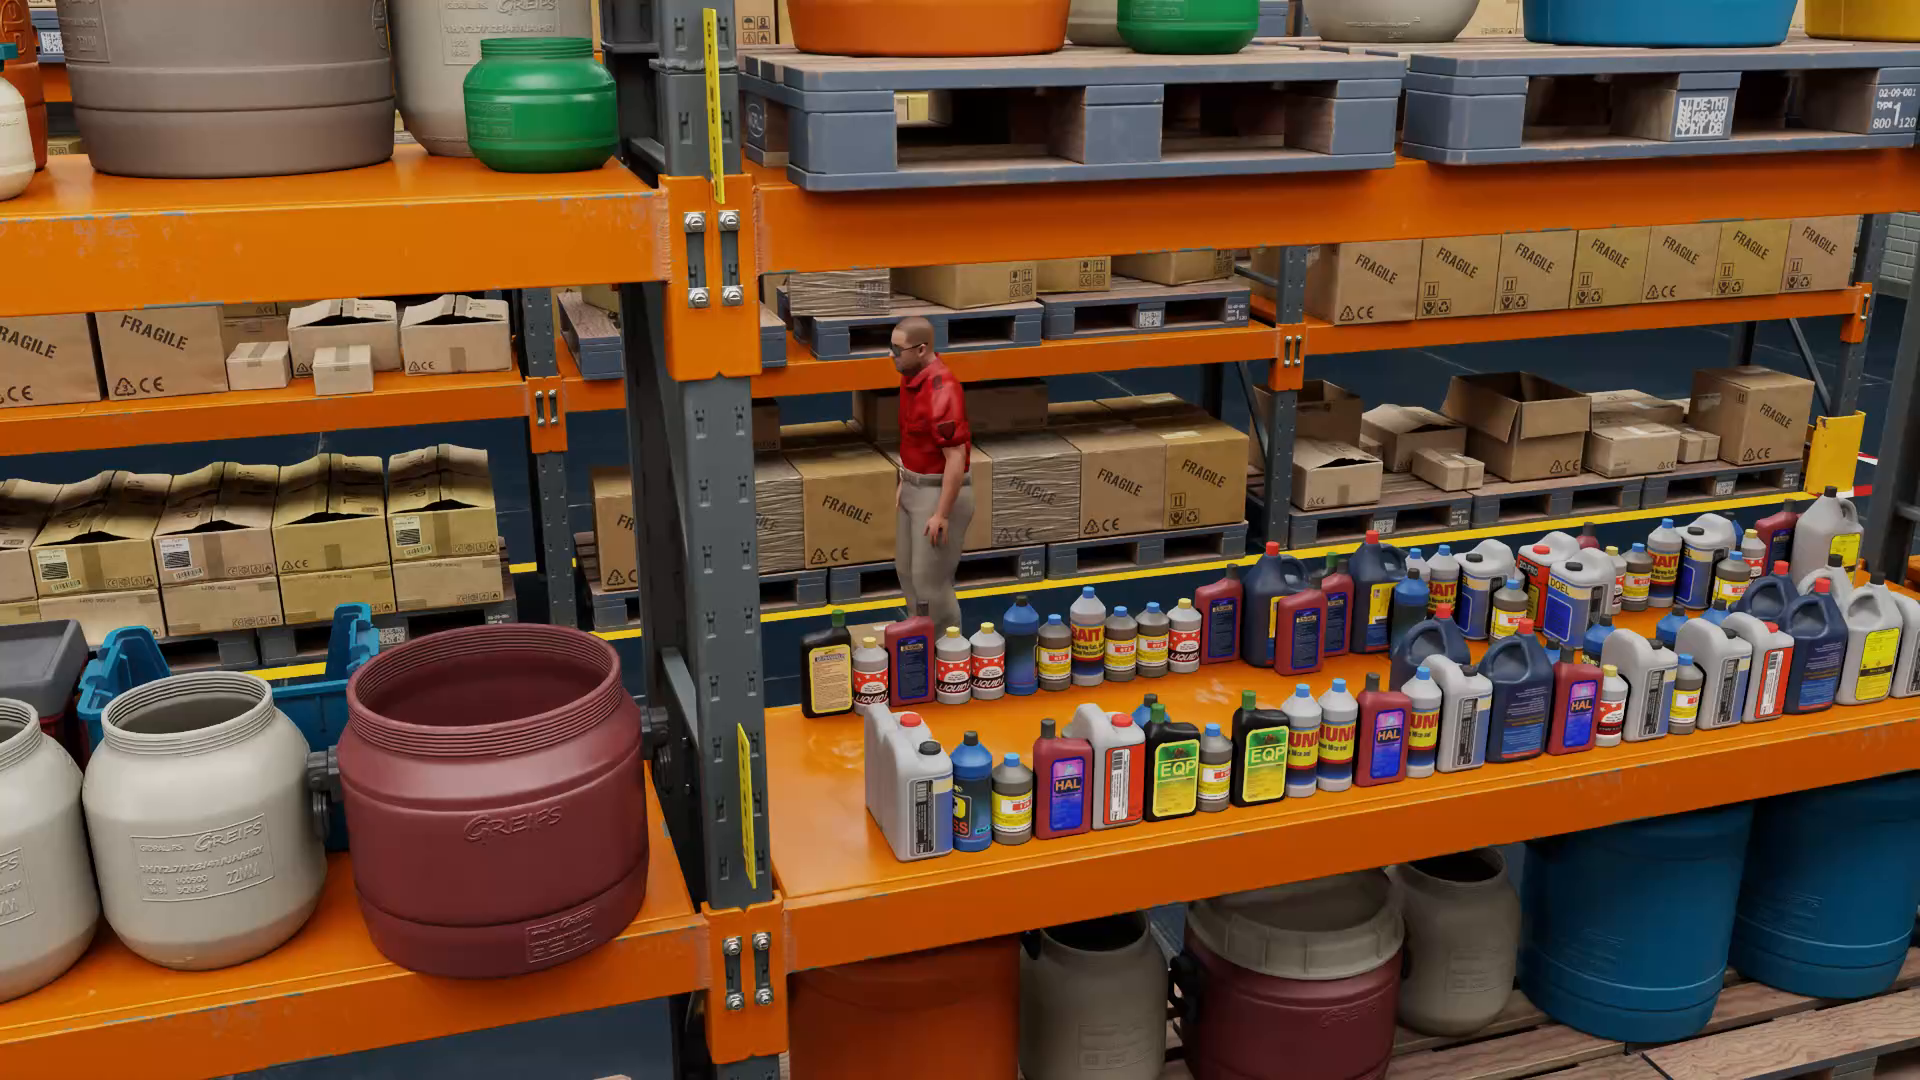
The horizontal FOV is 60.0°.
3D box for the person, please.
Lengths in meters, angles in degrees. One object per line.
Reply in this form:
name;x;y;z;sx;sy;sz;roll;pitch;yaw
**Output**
person;-0.146;-0.177;7.598;0.388;1.726;0.590;-6;20;-17
